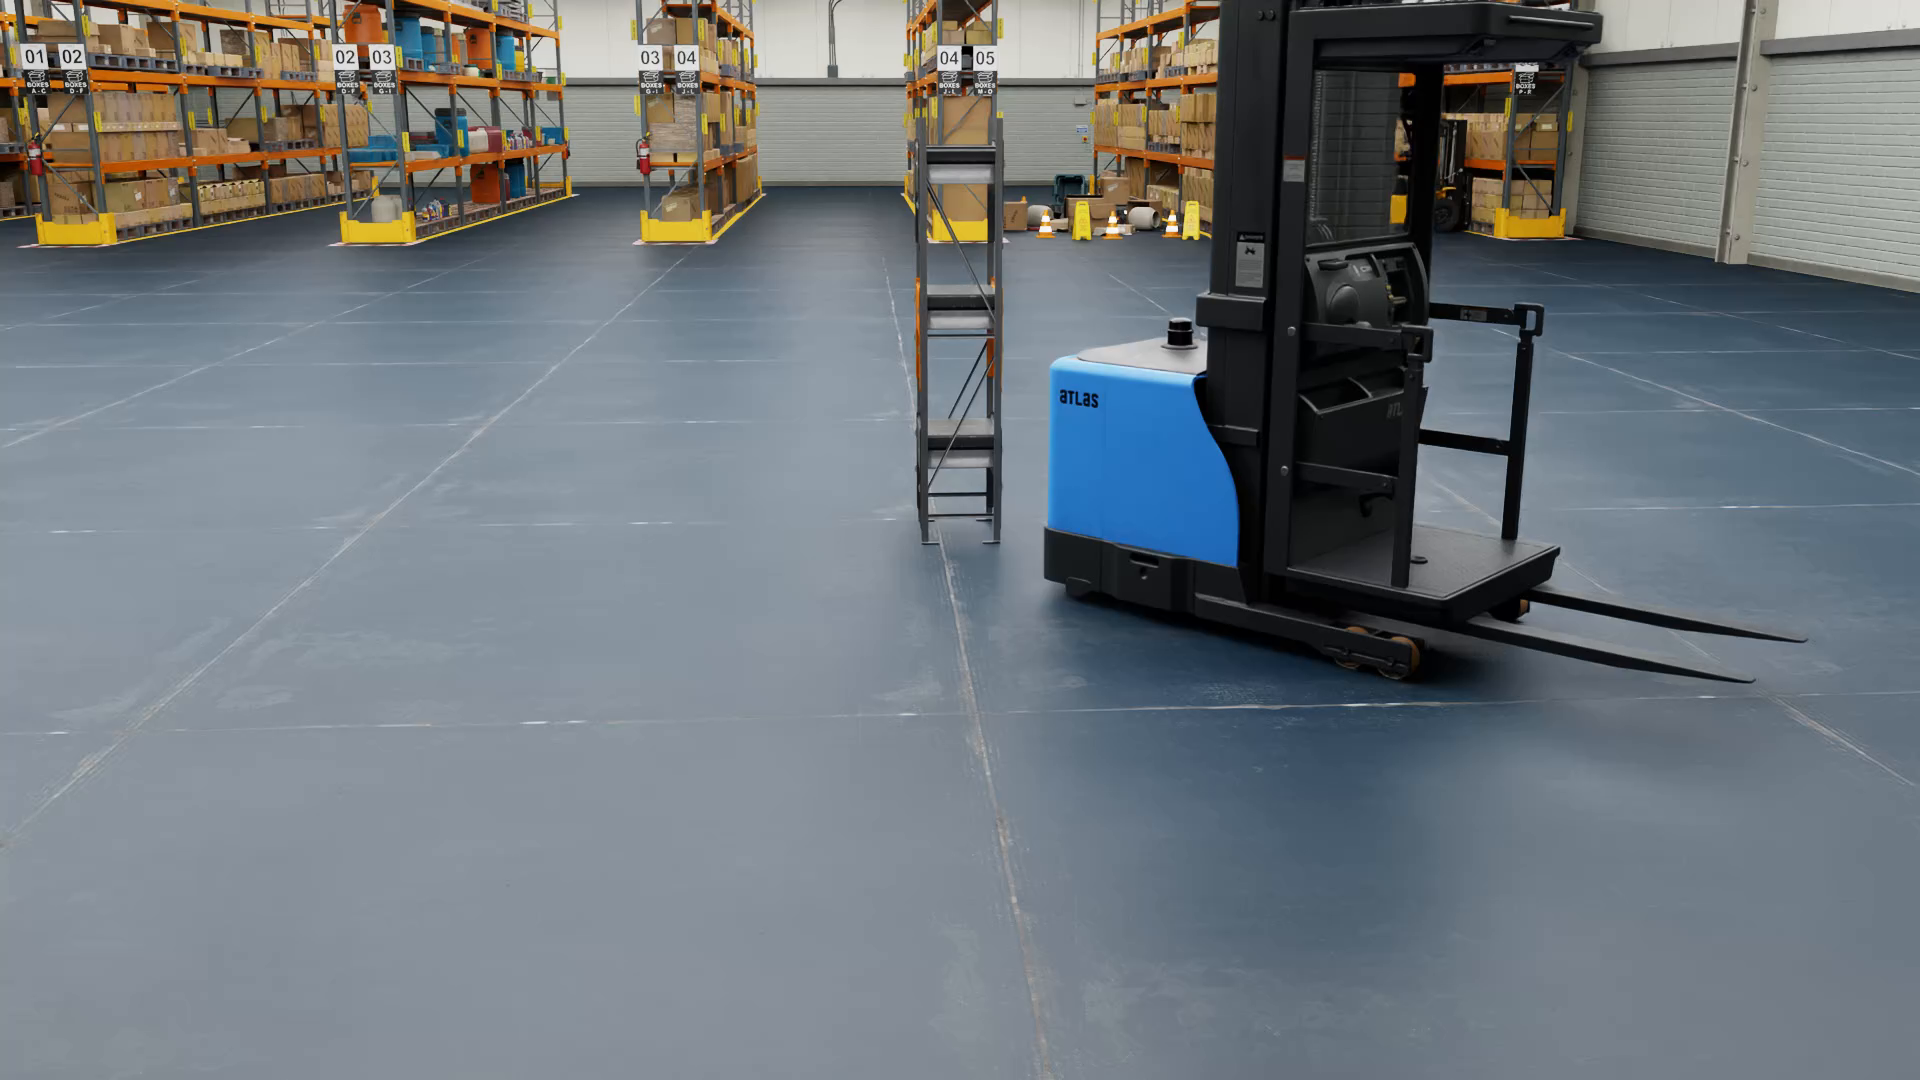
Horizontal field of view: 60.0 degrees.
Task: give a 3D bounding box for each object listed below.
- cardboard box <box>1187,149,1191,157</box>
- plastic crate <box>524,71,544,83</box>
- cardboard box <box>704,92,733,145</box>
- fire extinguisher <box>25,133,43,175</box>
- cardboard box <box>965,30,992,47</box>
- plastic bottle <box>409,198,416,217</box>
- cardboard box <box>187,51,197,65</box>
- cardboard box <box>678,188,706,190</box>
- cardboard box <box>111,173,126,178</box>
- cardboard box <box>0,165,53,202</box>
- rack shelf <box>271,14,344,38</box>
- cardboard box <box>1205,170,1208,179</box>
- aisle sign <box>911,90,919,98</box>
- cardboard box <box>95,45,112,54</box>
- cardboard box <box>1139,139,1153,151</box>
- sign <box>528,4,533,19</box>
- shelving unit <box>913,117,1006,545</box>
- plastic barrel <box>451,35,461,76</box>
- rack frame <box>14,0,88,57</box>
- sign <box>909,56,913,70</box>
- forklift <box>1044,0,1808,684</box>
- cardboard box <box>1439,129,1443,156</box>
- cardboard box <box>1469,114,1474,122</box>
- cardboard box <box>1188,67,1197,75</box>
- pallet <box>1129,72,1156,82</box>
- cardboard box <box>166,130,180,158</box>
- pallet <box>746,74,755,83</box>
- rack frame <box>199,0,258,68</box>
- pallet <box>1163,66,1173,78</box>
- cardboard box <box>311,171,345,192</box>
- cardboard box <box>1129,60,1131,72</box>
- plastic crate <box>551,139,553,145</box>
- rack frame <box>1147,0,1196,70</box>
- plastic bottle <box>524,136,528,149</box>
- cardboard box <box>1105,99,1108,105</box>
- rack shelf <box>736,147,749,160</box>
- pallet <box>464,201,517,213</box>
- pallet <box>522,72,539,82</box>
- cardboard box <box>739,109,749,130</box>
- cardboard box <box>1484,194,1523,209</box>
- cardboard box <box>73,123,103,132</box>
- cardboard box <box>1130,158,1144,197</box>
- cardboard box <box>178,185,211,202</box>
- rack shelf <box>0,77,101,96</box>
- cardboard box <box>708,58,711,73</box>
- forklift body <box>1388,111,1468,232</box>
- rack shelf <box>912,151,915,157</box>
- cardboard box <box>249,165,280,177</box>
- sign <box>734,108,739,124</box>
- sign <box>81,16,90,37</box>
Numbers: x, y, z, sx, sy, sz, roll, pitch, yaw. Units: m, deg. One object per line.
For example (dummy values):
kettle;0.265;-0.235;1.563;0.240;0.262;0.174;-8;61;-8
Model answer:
cardboard box;4.572;-7.443;31.940;0.380;0.149;0.250;0;14;-2
plastic crate;-10.329;-11.173;40.174;0.497;0.269;0.590;-1;14;-3
cardboard box;-4.996;-8.251;32.528;1.000;1.000;1.000;-1;14;-3
fire extinguisher;-15.182;-6.337;27.289;0.296;0.674;0.183;-1;14;-3
cardboard box;0.345;-8.514;28.238;0.500;0.250;0.500;-1;14;-4
plastic bottle;-10.250;-6.206;31.061;0.144;0.351;0.185;-1;14;-3
cardboard box;-15.039;-9.279;32.008;0.500;0.250;0.500;-2;15;-9
cardboard box;-5.101;-6.450;31.749;0.500;0.500;0.500;-1;14;-5
cardboard box;-20.357;-8.498;39.708;0.700;0.500;0.500;-1;14;-3
cardboard box;-20.080;-7.670;35.788;0.750;0.750;0.750;-1;14;-4
rack shelf;-15.593;-12.448;40.297;1.077;0.370;4.000;-1;14;-3
cardboard box;4.641;-6.613;30.076;0.380;0.149;0.250;-1;14;-3
aisle sign;-1.177;-11.866;43.407;0.394;0.787;0.004;-1;14;-3
cardboard box;-14.623;-8.308;28.157;0.380;0.149;0.250;-1;14;-3
cardboard box;4.267;-8.754;36.832;0.500;0.250;0.500;-1;14;-5
sign;-9.976;-12.283;38.624;0.100;0.325;0.005;-1;14;-3
shelving unit;-0.010;-1.058;8.425;0.431;2.100;0.503;-1;14;-3
plastic barrel;-10.403;-9.766;33.582;0.600;0.830;0.708;-1;14;-3
rack frame;-14.726;-9.316;26.674;1.000;3.000;0.127;-1;14;-3
sign;-1.166;-11.291;39.334;0.100;0.325;0.005;-1;14;-3
forklift;1.817;-1.027;6.634;3.031;2.935;1.130;13;19;40
cardboard box;9.526;-7.722;32.318;0.500;0.500;0.500;-1;14;-5
cardboard box;9.674;-7.830;30.839;0.380;0.149;0.250;-1;14;-3
cardboard box;4.537;-8.894;31.559;0.380;0.149;0.250;-1;14;-3
pallet;4.392;-10.504;37.690;1.003;0.211;1.213;0;14;-1
cardboard box;-14.940;-7.344;30.847;0.700;0.500;0.500;-1;14;-5
pallet;-5.773;-11.767;42.399;1.003;0.211;1.213;-1;14;-3
rack frame;-15.221;-11.306;34.407;1.000;3.000;0.127;-1;14;-3
pallet;4.806;-9.485;33.729;1.213;0.211;1.003;-1;14;-3
cardboard box;-15.591;-8.866;41.093;0.797;0.503;0.637;-1;14;-3
cardboard box;4.073;-10.831;38.010;0.396;0.266;0.258;0;14;1
plastic crate;-10.538;-10.094;42.148;0.396;0.136;0.243;-1;14;-3
rack frame;4.557;-11.611;35.593;1.000;3.000;0.127;-1;14;-3
plastic bottle;-10.118;-9.264;38.747;0.061;0.283;0.133;-1;14;-3
cardboard box;3.861;-11.063;41.994;0.380;0.149;0.250;-1;14;-5
rack shelf;-5.458;-8.701;37.768;1.077;0.370;4.000;-1;14;-3
pallet;-10.368;-7.321;36.555;1.003;0.211;1.213;-1;14;-3
pallet;-10.379;-10.638;38.213;1.213;0.211;1.003;-1;14;-3
cardboard box;-5.356;-10.105;39.978;0.500;0.500;0.500;-1;14;-3
cardboard box;9.664;-6.023;29.588;0.500;0.250;0.500;-1;14;-4
cardboard box;-14.535;-6.874;27.721;0.380;0.149;0.250;-1;14;-4
cardboard box;4.491;-8.497;38.952;0.875;0.875;0.875;0;14;-2
cardboard box;-14.751;-6.655;31.923;0.500;0.311;0.500;-1;14;-3
rack shelf;-20.289;-9.924;36.503;1.077;0.370;4.000;-1;14;-3
cardboard box;-4.712;-8.447;29.619;0.500;0.250;0.500;0;14;-2
forklift body;8.068;-6.826;30.738;2.313;2.155;1.214;-1;14;-3
rack shelf;-0.501;-8.753;37.968;1.077;0.370;4.000;-1;14;-3
cardboard box;-15.589;-8.263;37.251;0.500;0.250;0.500;-1;14;-4
sign;-4.793;-9.085;35.653;0.100;0.325;0.005;-1;14;-3
sign;-14.172;-8.332;26.957;0.100;0.325;0.005;-1;14;-3
